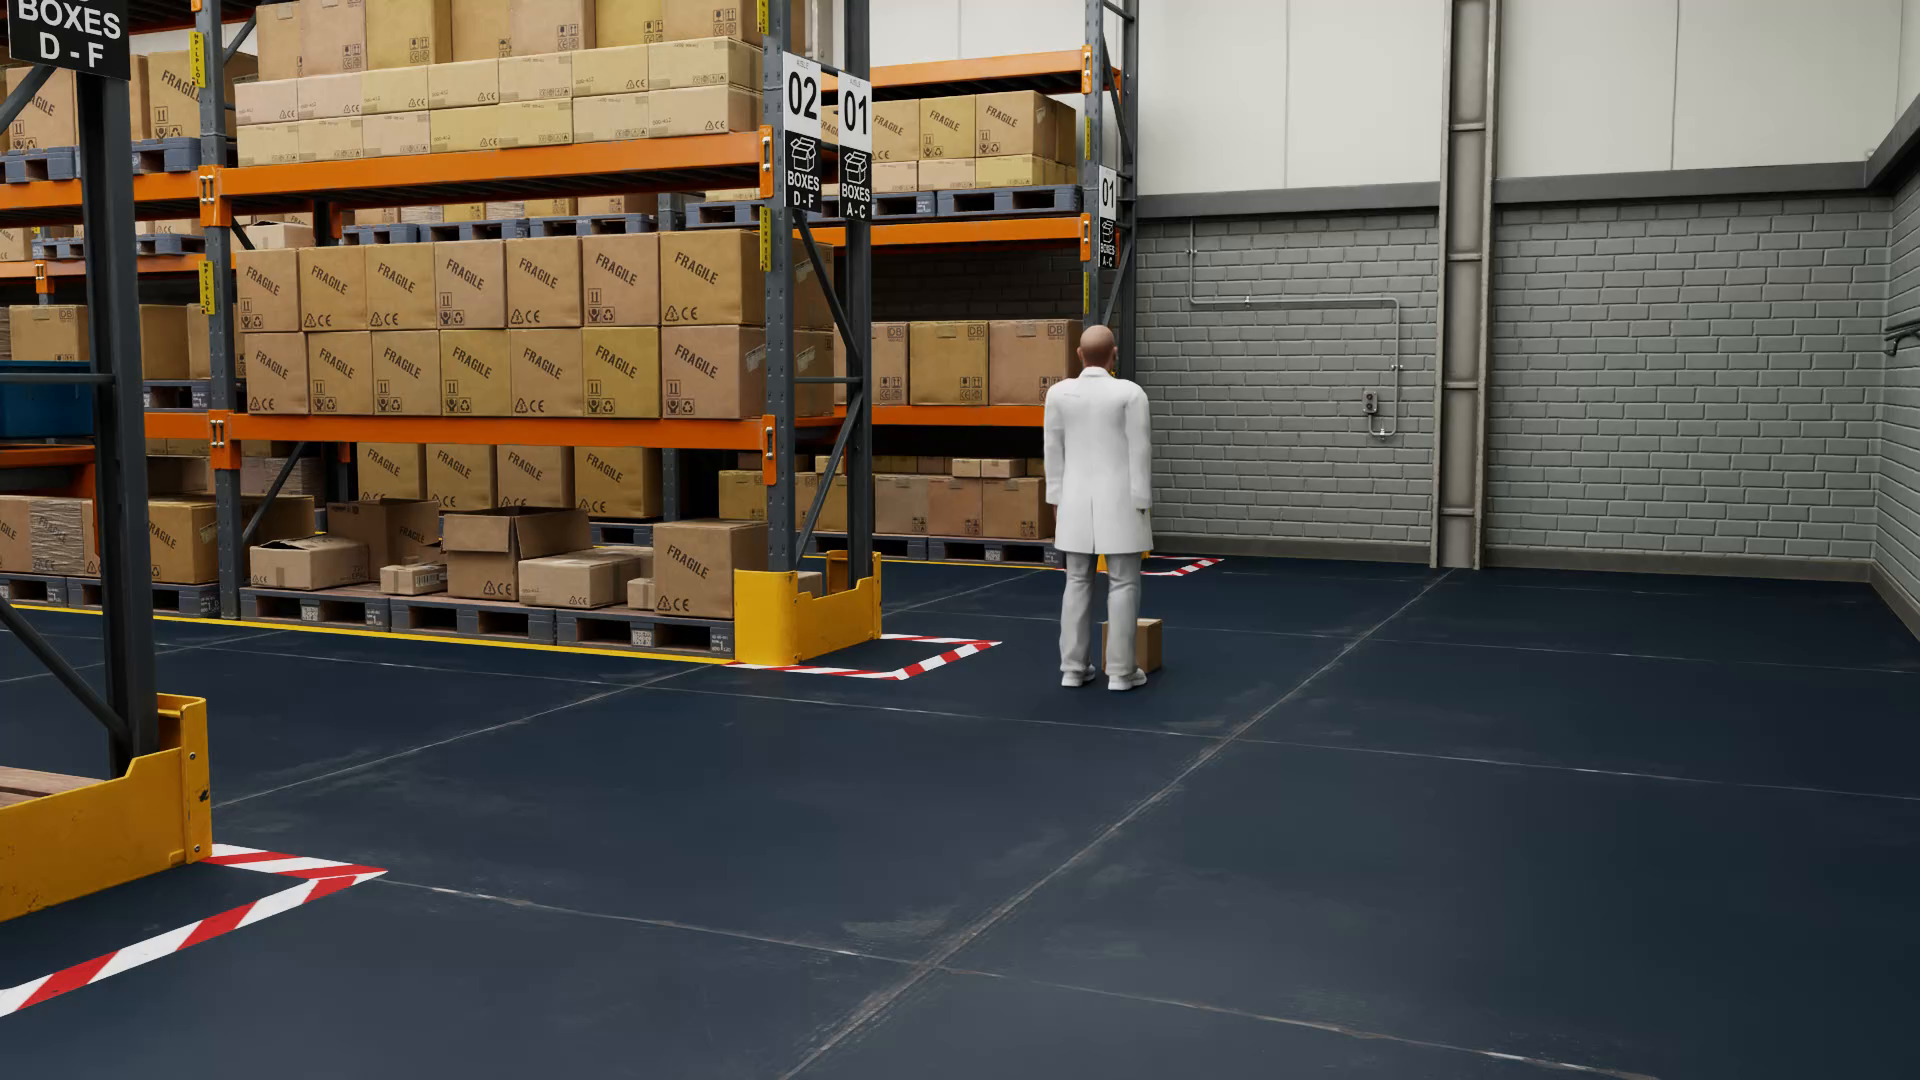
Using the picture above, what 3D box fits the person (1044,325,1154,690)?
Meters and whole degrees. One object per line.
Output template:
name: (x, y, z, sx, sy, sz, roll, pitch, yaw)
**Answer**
person: (0.687, -0.162, 8.198, 0.562, 1.775, 0.377, 3, 6, 25)
